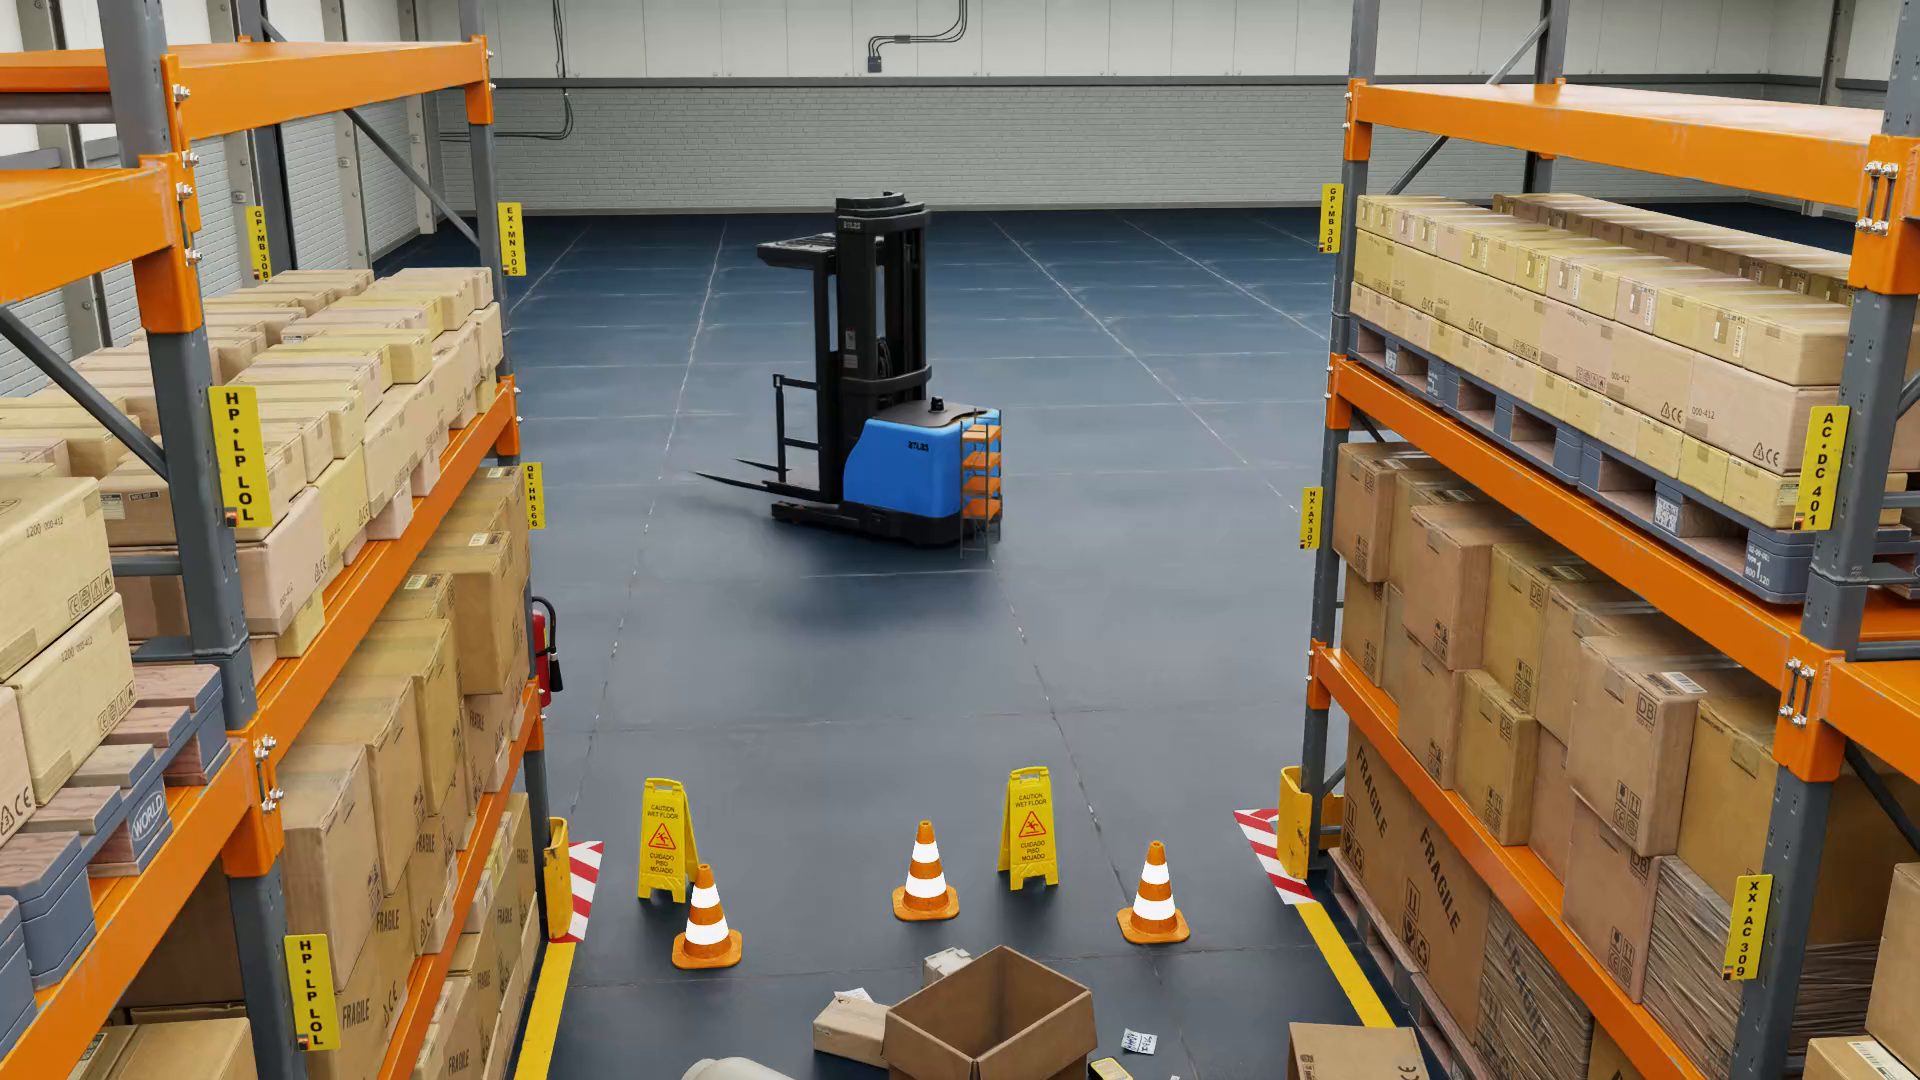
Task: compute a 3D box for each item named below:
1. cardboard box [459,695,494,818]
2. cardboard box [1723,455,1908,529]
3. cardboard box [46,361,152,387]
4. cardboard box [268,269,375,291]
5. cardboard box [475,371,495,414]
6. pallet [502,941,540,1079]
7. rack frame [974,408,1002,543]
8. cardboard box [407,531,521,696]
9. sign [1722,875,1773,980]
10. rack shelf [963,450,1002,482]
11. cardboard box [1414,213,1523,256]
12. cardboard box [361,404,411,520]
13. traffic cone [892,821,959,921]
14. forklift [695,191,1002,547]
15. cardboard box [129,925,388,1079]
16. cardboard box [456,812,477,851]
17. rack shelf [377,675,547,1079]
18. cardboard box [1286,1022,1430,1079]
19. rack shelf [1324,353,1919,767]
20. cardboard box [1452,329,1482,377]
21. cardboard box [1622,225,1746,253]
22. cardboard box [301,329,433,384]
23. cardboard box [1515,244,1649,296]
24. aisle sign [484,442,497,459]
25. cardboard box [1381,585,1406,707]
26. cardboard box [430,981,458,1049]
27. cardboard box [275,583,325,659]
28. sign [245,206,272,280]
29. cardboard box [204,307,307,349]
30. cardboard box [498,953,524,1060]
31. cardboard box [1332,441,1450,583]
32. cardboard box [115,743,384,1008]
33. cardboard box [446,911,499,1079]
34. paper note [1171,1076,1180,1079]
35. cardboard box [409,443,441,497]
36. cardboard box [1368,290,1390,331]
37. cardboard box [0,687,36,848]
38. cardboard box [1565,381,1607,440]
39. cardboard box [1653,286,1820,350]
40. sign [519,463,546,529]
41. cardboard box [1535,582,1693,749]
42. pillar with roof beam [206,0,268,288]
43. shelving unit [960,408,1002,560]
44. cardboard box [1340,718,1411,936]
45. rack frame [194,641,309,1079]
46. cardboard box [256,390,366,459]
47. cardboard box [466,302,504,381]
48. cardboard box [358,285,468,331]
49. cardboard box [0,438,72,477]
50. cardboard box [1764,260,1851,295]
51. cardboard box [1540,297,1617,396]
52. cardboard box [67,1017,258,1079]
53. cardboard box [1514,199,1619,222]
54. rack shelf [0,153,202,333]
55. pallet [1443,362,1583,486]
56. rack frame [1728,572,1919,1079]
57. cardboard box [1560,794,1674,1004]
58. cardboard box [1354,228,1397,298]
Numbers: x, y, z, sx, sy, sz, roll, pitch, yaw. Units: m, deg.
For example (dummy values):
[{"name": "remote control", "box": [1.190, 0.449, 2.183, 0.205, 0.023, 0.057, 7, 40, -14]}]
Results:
[{"name": "cardboard box", "box": [-2.151, 0.770, 6.555, 0.500, 0.500, 0.500, -2, 18, -6]}, {"name": "cardboard box", "box": [2.394, -0.142, 4.665, 0.380, 0.149, 0.250, -2, 18, -6]}, {"name": "cardboard box", "box": [-2.614, -0.465, 5.230, 0.380, 0.149, 0.250, -2, 17, -5]}, {"name": "cardboard box", "box": [-2.743, -1.072, 7.164, 0.380, 0.149, 0.250, -2, 18, -6]}, {"name": "cardboard box", "box": [-2.203, -0.633, 7.097, 0.380, 0.149, 0.250, -2, 18, -5]}, {"name": "pallet", "box": [-2.520, 2.104, 7.624, 1.003, 0.211, 1.213, -2, 18, -6]}, {"name": "rack frame", "box": [0.238, -0.553, 14.434, 0.240, 1.200, 0.015, 4, 18, 13]}, {"name": "cardboard box", "box": [-2.107, 0.286, 6.425, 0.700, 0.500, 0.500, -2, 18, -6]}, {"name": "sign", "box": [2.198, 1.083, 4.642, 0.100, 0.325, 0.005, -2, 18, -6]}, {"name": "rack shelf", "box": [0.179, -0.631, 14.162, 0.258, 0.148, 0.480, 4, 18, 13]}, {"name": "cardboard box", "box": [2.132, -1.280, 6.958, 0.380, 0.149, 0.250, -2, 17, -5]}, {"name": "cardboard box", "box": [-2.038, -0.245, 5.195, 0.500, 0.250, 0.500, -2, 18, -5]}, {"name": "traffic cone", "box": [-0.180, 1.670, 8.584, 0.336, 0.463, 0.334, -2, 18, -6]}, {"name": "forklift", "box": [-1.121, -1.661, 15.075, 3.031, 2.935, 1.130, 12, 21, 33]}, {"name": "cardboard box", "box": [-1.932, 1.370, 4.642, 0.500, 0.500, 0.500, -2, 18, -6]}, {"name": "cardboard box", "box": [-2.123, 1.111, 6.550, 0.380, 0.149, 0.250, -2, 18, -6]}, {"name": "rack shelf", "box": [-2.370, 1.447, 6.263, 1.077, 0.370, 4.000, -2, 18, -6]}, {"name": "cardboard box", "box": [1.569, 2.277, 6.586, 0.500, 0.500, 0.500, 1, 17, 4]}, {"name": "rack shelf", "box": [2.543, -0.168, 6.396, 1.077, 0.370, 4.000, -2, 18, -6]}, {"name": "cardboard box", "box": [2.183, -0.747, 6.592, 0.380, 0.149, 0.250, -2, 18, -6]}, {"name": "cardboard box", "box": [2.840, -1.147, 6.534, 0.380, 0.149, 0.250, -2, 18, -6]}, {"name": "cardboard box", "box": [-2.056, -0.637, 5.778, 0.380, 0.149, 0.250, -1, 17, -4]}, {"name": "cardboard box", "box": [2.238, -0.975, 5.988, 0.380, 0.149, 0.250, -2, 17, -5]}, {"name": "aisle sign", "box": [-2.294, -0.760, 7.751, 0.394, 0.787, 0.004, -2, 18, -6]}, {"name": "cardboard box", "box": [2.499, 0.525, 7.746, 0.875, 0.550, 0.550, -2, 18, -6]}, {"name": "cardboard box", "box": [-1.995, 1.687, 5.850, 0.380, 0.149, 0.250, -1, 17, -2]}, {"name": "cardboard box", "box": [-1.921, 0.208, 4.419, 0.380, 0.149, 0.250, -2, 18, -6]}, {"name": "sign", "box": [-3.116, -1.324, 7.419, 0.100, 0.325, 0.005, -2, 18, -6]}, {"name": "cardboard box", "box": [-2.664, -0.773, 6.212, 0.380, 0.149, 0.250, -2, 18, -6]}, {"name": "cardboard box", "box": [-2.180, 2.006, 7.169, 0.500, 0.250, 0.500, -2, 18, -5]}, {"name": "cardboard box", "box": [2.337, -0.151, 8.096, 0.875, 0.550, 0.550, -2, 18, -6]}, {"name": "cardboard box", "box": [-1.994, 0.895, 4.486, 0.700, 0.500, 0.500, -2, 18, -6]}, {"name": "cardboard box", "box": [-2.132, 1.798, 6.580, 0.500, 0.500, 0.500, -2, 18, -7]}, {"name": "paper note", "box": [0.915, 2.349, 7.177, 0.032, 0.001, 0.123, 8, 19, 23]}, {"name": "cardboard box", "box": [-2.059, -0.250, 5.877, 0.380, 0.149, 0.250, -2, 18, -6]}, {"name": "cardboard box", "box": [2.080, -1.047, 7.548, 0.380, 0.149, 0.250, -2, 18, -5]}, {"name": "cardboard box", "box": [-1.912, 0.460, 2.746, 0.500, 0.250, 0.500, -2, 17, -5]}, {"name": "cardboard box", "box": [2.289, -0.444, 5.628, 0.380, 0.149, 0.250, -2, 17, -5]}, {"name": "cardboard box", "box": [2.343, -0.673, 5.025, 0.380, 0.149, 0.250, -2, 18, -6]}, {"name": "sign", "box": [-2.022, -0.207, 7.868, 0.100, 0.325, 0.005, -2, 18, -6]}, {"name": "cardboard box", "box": [2.654, 0.493, 6.046, 0.875, 0.550, 0.550, -2, 18, -6]}, {"name": "pillar with roof beam", "box": [-5.912, -7.461, 23.418, 9.100, 9.000, 0.400, -2, 18, -6]}, {"name": "shelving unit", "box": [0.179, -0.482, 14.208, 0.258, 1.200, 0.503, 4, 18, 13]}, {"name": "cardboard box", "box": [2.473, 1.338, 8.254, 0.875, 0.875, 0.875, -2, 18, -5]}, {"name": "rack frame", "box": [-2.164, 1.699, 4.257, 1.000, 3.000, 0.127, -2, 18, -6]}, {"name": "cardboard box", "box": [-1.946, -0.331, 4.804, 0.380, 0.149, 0.250, -2, 18, -6]}, {"name": "cardboard box", "box": [-2.256, -0.850, 7.122, 0.500, 0.250, 0.500, -2, 18, -6]}, {"name": "cardboard box", "box": [-2.215, -0.939, 6.741, 0.380, 0.149, 0.250, -2, 18, -6]}, {"name": "cardboard box", "box": [-2.517, -0.155, 4.244, 0.380, 0.149, 0.250, -2, 18, -7]}, {"name": "cardboard box", "box": [2.943, -0.846, 5.577, 0.380, 0.149, 0.250, -2, 17, -5]}, {"name": "cardboard box", "box": [2.342, -0.672, 5.687, 0.500, 0.250, 0.500, -2, 18, -6]}, {"name": "cardboard box", "box": [-1.888, 1.440, 3.719, 0.500, 0.500, 0.500, -2, 18, -7]}, {"name": "cardboard box", "box": [2.733, -1.451, 7.503, 0.380, 0.149, 0.250, -2, 18, -5]}, {"name": "rack shelf", "box": [-1.958, -0.033, 1.628, 1.077, 0.370, 4.000, -2, 18, -6]}, {"name": "pallet", "box": [2.553, -0.479, 6.336, 1.003, 0.211, 1.213, -2, 18, -6]}, {"name": "rack frame", "box": [2.749, 1.516, 4.840, 1.000, 3.000, 0.127, -2, 18, -6]}, {"name": "cardboard box", "box": [2.620, 1.172, 5.686, 0.875, 0.550, 0.550, -2, 18, -6]}, {"name": "cardboard box", "box": [2.131, -1.273, 7.603, 0.500, 0.250, 0.500, -2, 18, -6]}]
